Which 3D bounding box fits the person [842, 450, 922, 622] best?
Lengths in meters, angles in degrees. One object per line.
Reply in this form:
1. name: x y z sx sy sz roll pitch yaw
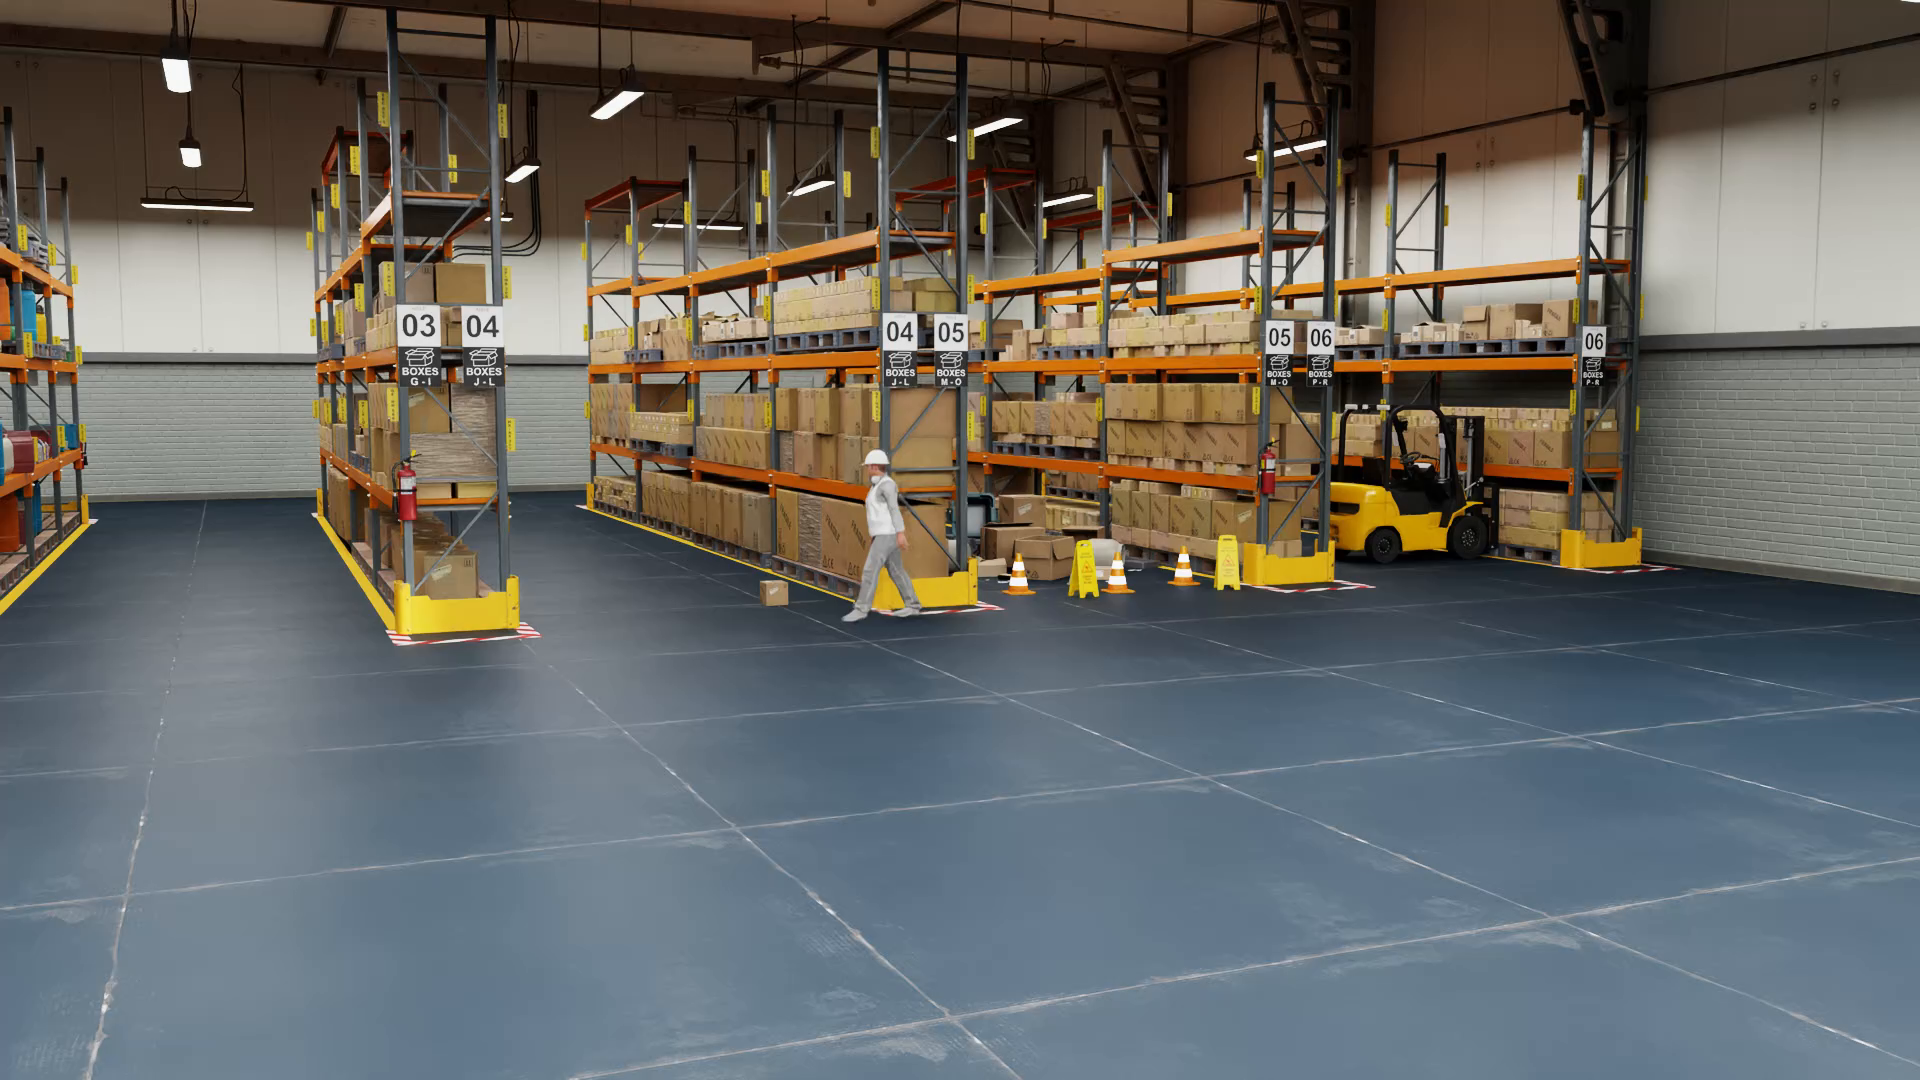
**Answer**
1. person: -0.815 -0.057 17.175 0.860 1.739 0.613 -1 5 -9
